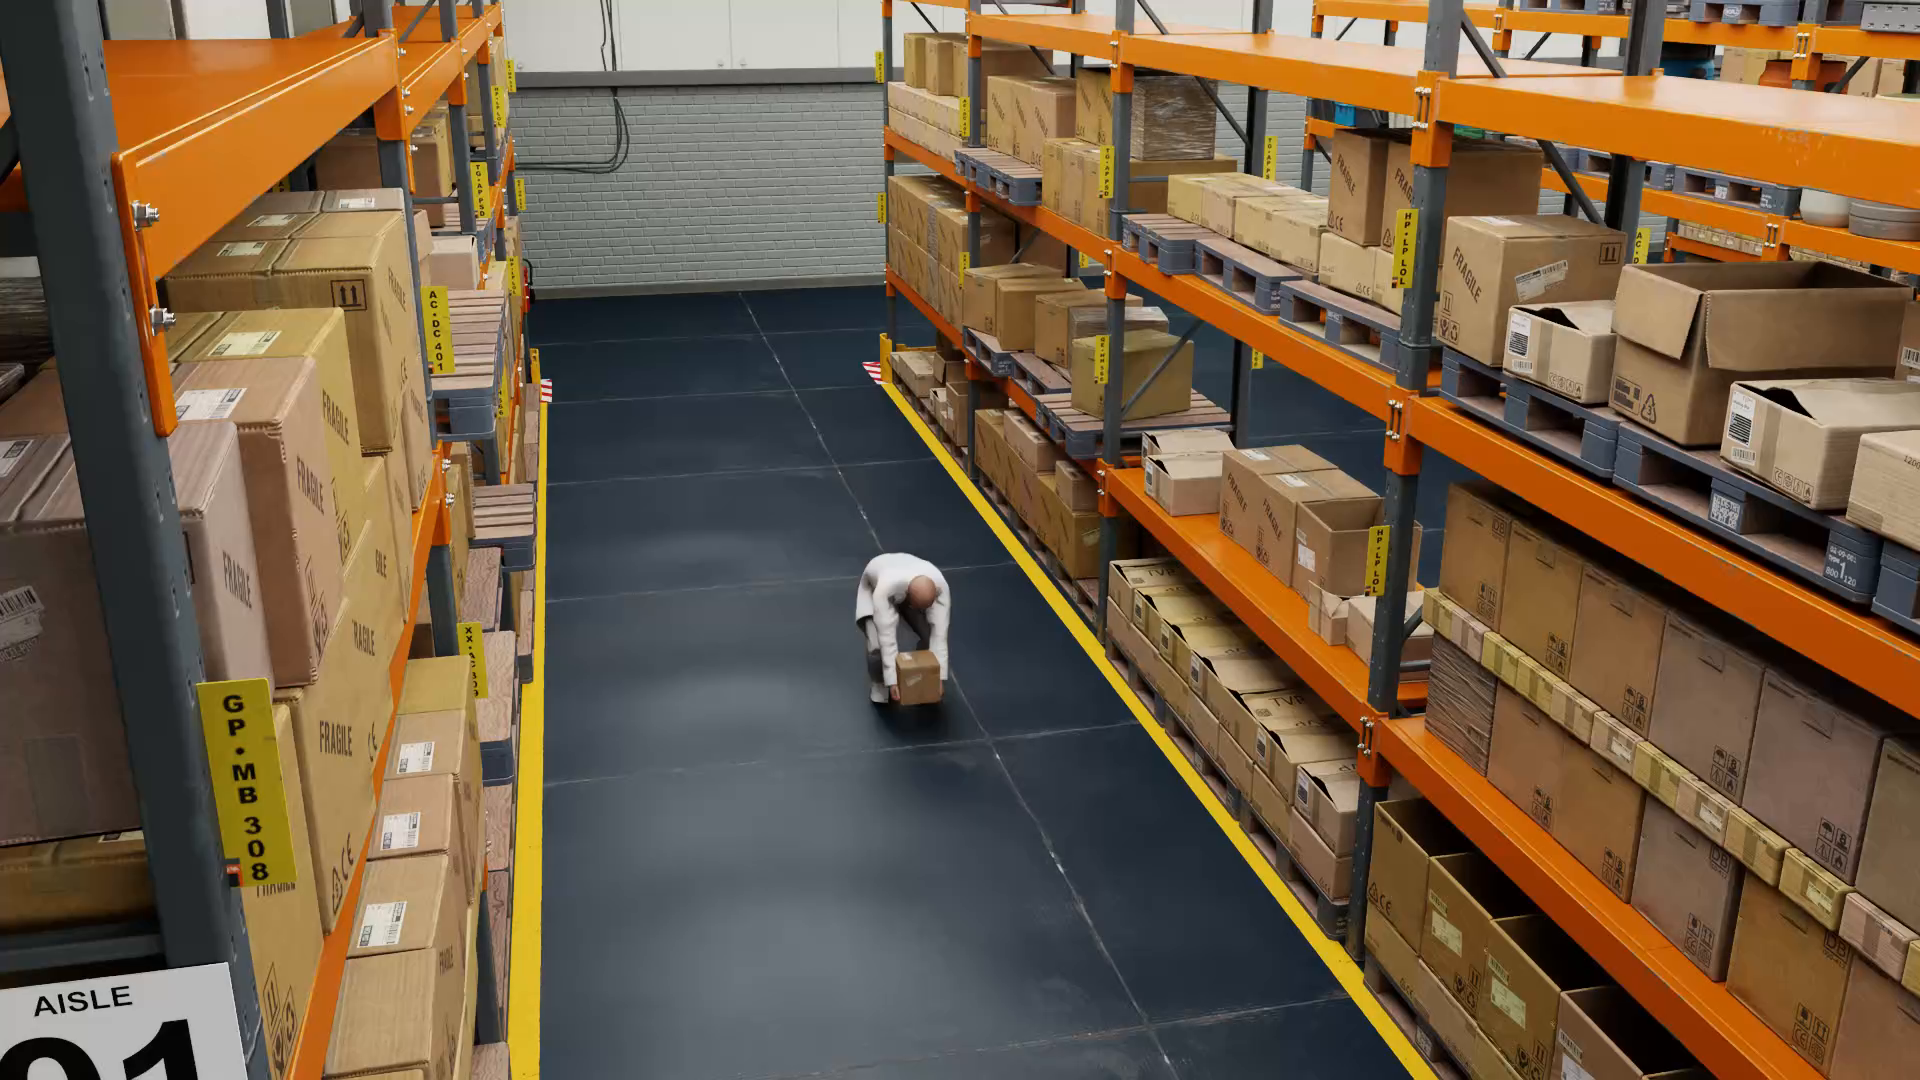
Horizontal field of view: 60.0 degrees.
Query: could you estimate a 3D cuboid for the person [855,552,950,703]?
[{"bbox_3d":[-0.353,0.586,10.601,0.595,0.995,0.943,-5,20,-15],"label":"person"}]
